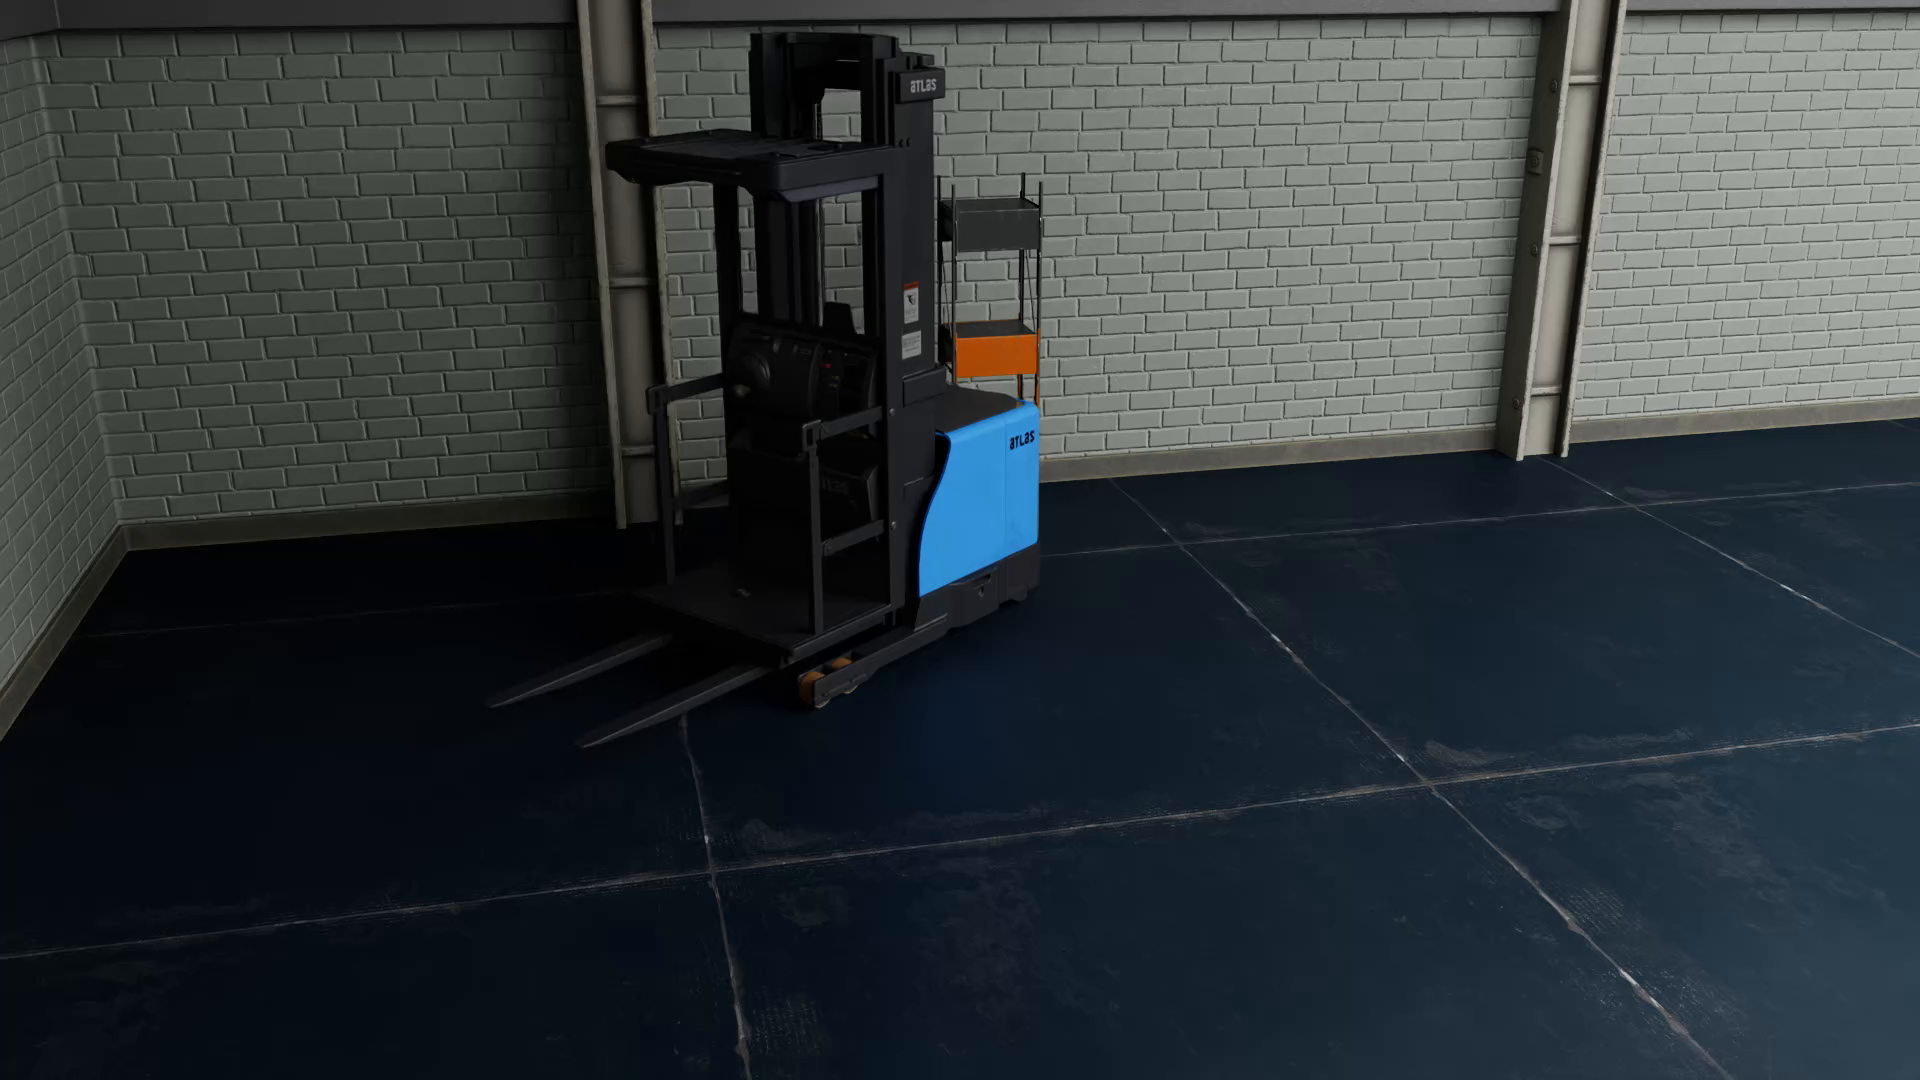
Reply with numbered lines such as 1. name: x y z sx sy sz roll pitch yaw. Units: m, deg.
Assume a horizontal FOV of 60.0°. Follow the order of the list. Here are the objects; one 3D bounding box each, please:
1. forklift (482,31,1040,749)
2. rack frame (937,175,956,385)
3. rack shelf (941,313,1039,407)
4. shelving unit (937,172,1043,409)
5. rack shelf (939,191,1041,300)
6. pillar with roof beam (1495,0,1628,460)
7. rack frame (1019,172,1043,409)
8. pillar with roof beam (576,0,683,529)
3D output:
1. forklift: -0.879 -0.792 7.715 1.130 2.935 3.031 15 25 36
2. rack frame: -0.076 -0.980 9.436 0.015 2.100 0.400 -5 21 -12
3. rack shelf: 0.161 -0.986 9.494 0.480 0.518 0.431 -5 21 -12
4. shelving unit: 0.161 -0.999 9.489 0.503 2.100 0.431 -5 21 -12
5. rack shelf: 0.161 -1.644 9.253 0.480 0.518 0.431 -5 21 -12
6. pillar with roof beam: 4.923 -3.392 5.991 0.400 9.000 9.100 -5 21 -12
7. rack frame: 0.399 -1.018 9.542 0.015 2.100 0.400 -5 21 -12
8. pillar with roof beam: -0.916 -2.917 4.695 0.400 9.000 9.100 -5 21 -12
